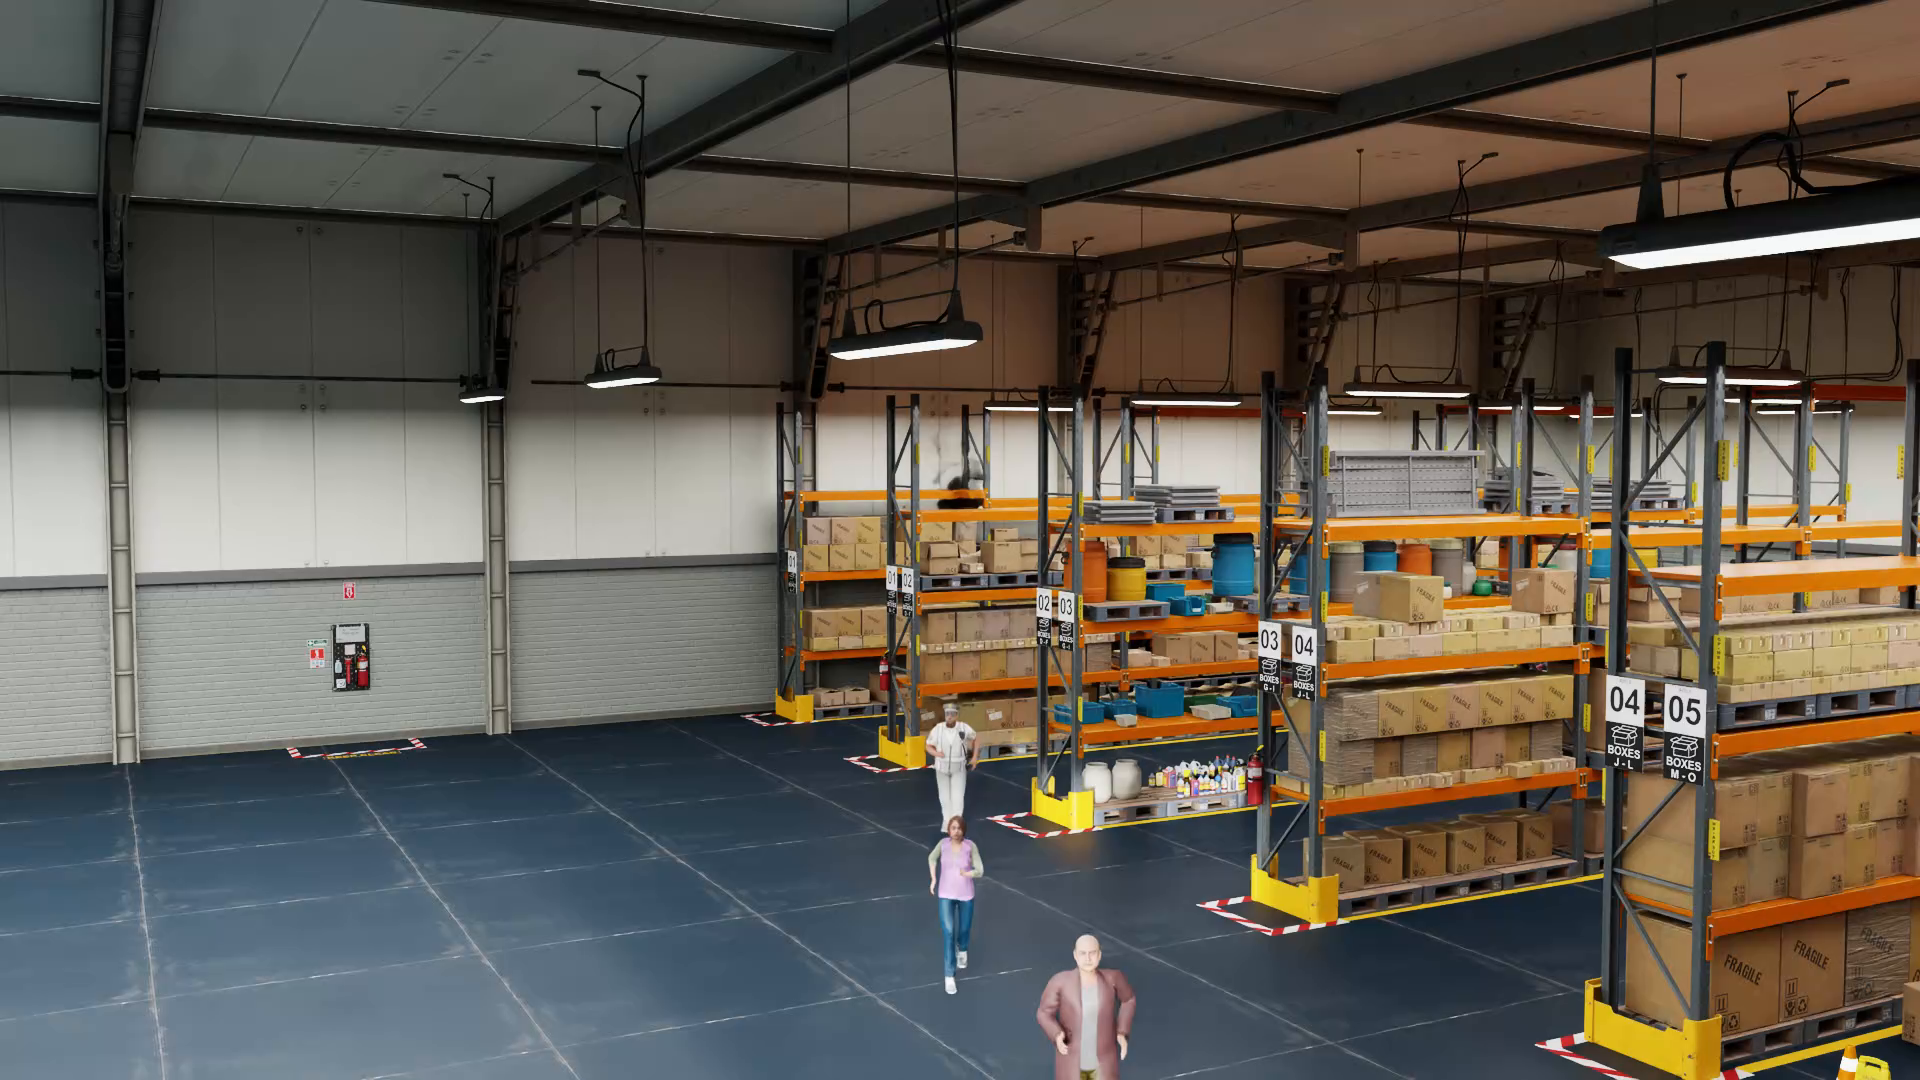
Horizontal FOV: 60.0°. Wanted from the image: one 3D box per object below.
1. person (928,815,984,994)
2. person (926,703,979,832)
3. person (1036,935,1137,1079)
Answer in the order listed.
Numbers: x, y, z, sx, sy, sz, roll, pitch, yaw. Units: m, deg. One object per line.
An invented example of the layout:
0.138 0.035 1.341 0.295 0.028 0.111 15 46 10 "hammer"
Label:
-0.038 3.436 15.971 0.528 1.601 0.867 0 3 -1 "person"
-0.107 3.044 21.905 0.684 1.838 0.835 0 3 6 "person"
0.888 3.728 11.584 0.712 1.565 0.985 0 3 2 "person"
